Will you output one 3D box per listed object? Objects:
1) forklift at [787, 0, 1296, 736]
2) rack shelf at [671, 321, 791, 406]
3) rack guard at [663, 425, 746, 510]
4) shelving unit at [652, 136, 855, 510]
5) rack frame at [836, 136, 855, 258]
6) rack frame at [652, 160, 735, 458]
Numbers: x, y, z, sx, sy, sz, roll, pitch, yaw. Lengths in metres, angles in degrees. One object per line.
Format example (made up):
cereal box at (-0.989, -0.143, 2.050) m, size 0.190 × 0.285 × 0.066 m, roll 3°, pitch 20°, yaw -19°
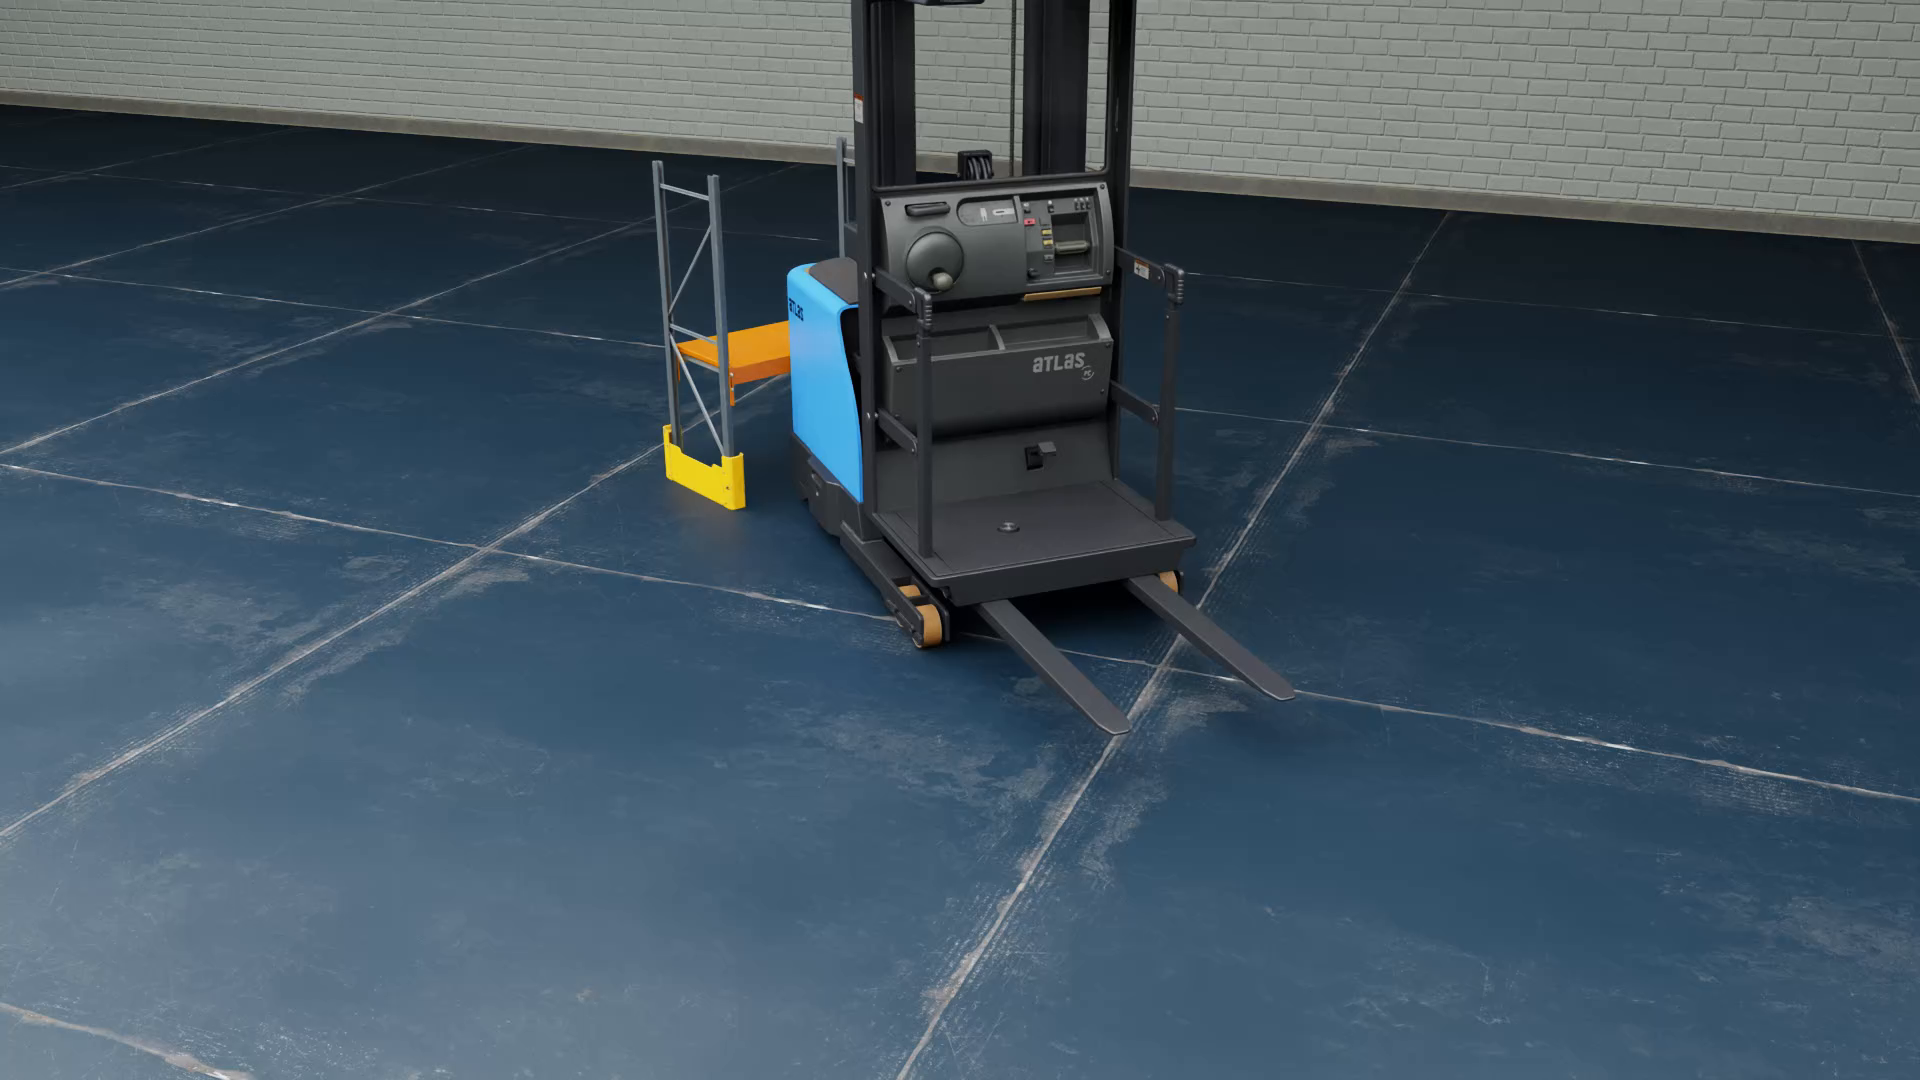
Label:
forklift at (0.232, -1.127, 6.146) m, size 1.130 × 2.935 × 3.031 m, roll -9°, pitch 24°, yaw -20°
rack shelf at (-0.809, -0.883, 7.885) m, size 1.000 × 0.185 × 0.538 m, roll -18°, pitch 29°, yaw -37°
rack guard at (-1.195, -0.346, 7.753) m, size 0.087 × 0.250 × 0.587 m, roll -18°, pitch 29°, yaw -37°
shelving unit at (-0.816, -1.047, 7.811) m, size 1.083 × 1.500 × 0.587 m, roll -18°, pitch 29°, yaw -37°
rack frame at (-0.422, -1.177, 8.120) m, size 0.032 × 1.500 × 0.500 m, roll -18°, pitch 29°, yaw -37°
rack frame at (-1.196, -0.922, 7.512) m, size 0.032 × 1.500 × 0.500 m, roll -18°, pitch 29°, yaw -37°
